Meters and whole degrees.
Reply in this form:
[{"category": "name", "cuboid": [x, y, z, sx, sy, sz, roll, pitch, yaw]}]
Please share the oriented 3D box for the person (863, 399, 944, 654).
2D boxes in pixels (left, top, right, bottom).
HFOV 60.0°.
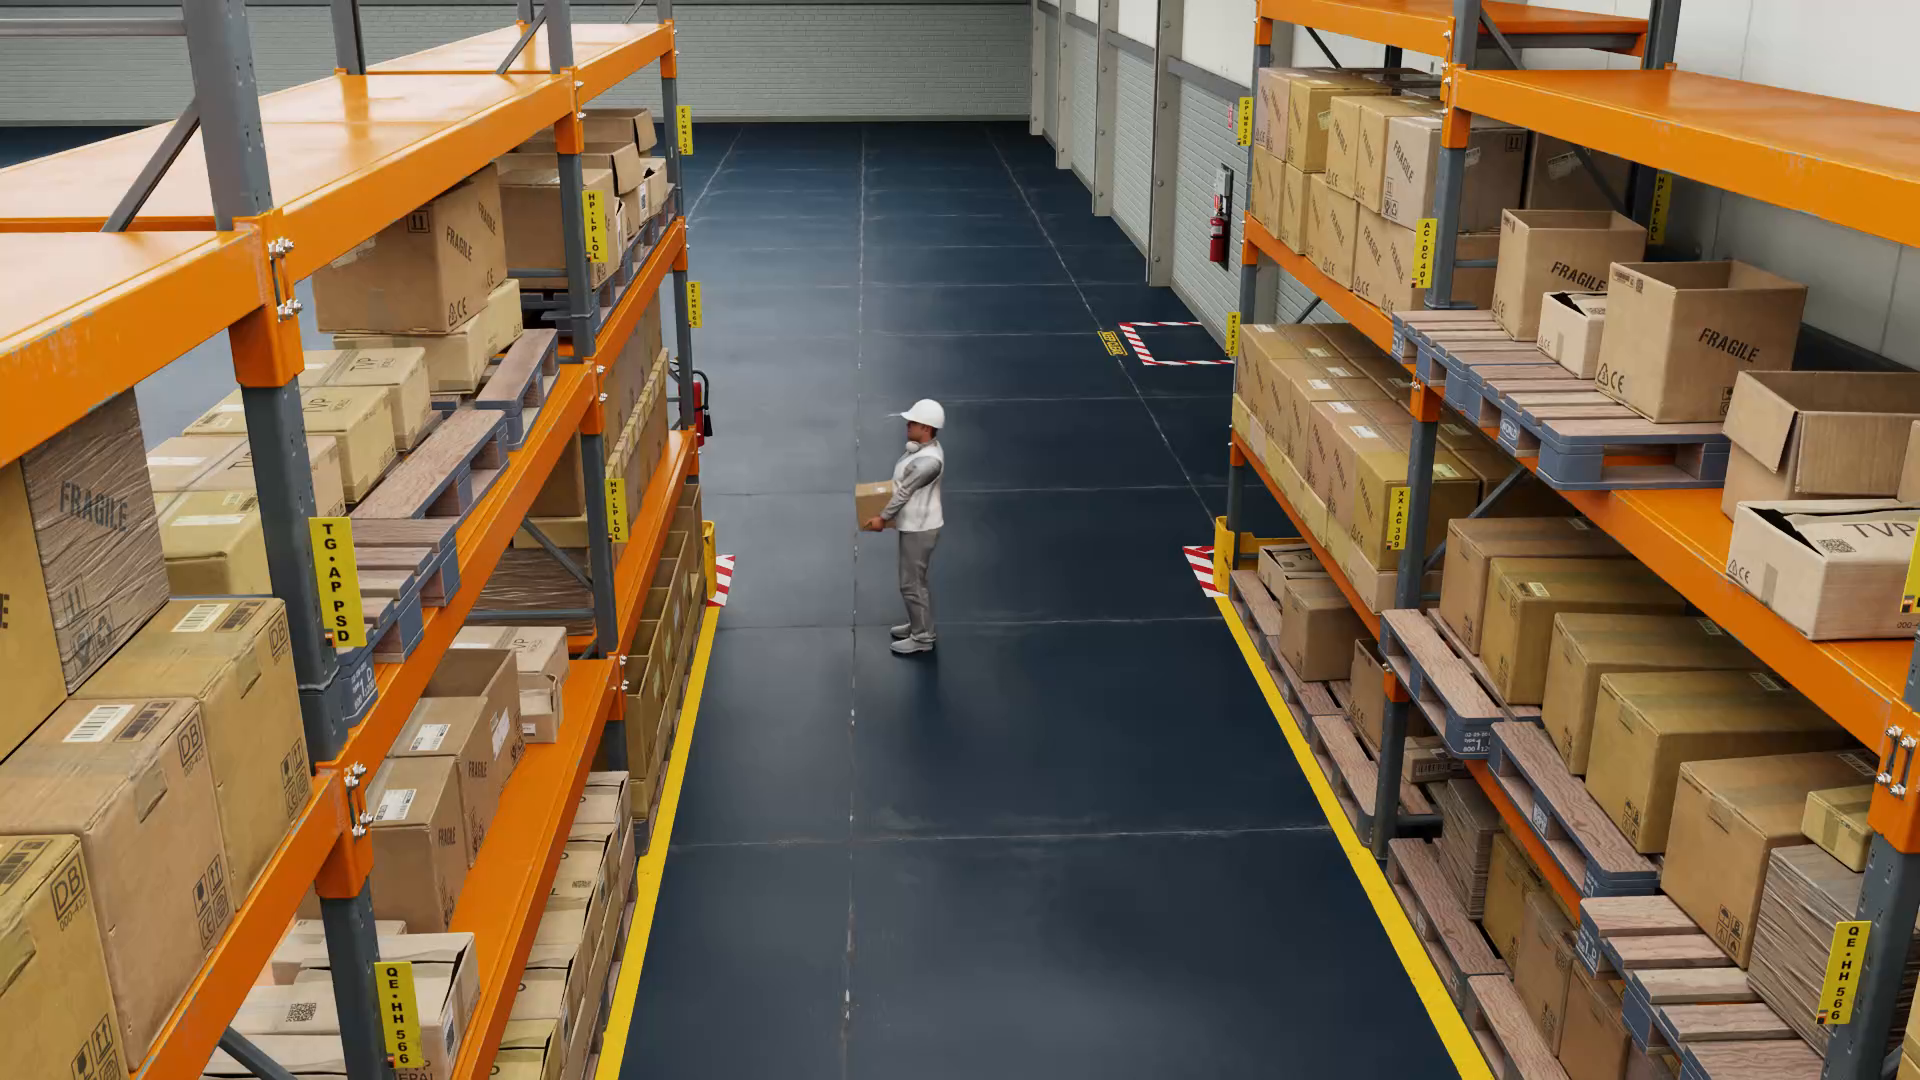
[{"category": "person", "cuboid": [-0.380, -0.099, 11.320, 0.553, 1.762, 0.494, -1, 20, -2]}]
